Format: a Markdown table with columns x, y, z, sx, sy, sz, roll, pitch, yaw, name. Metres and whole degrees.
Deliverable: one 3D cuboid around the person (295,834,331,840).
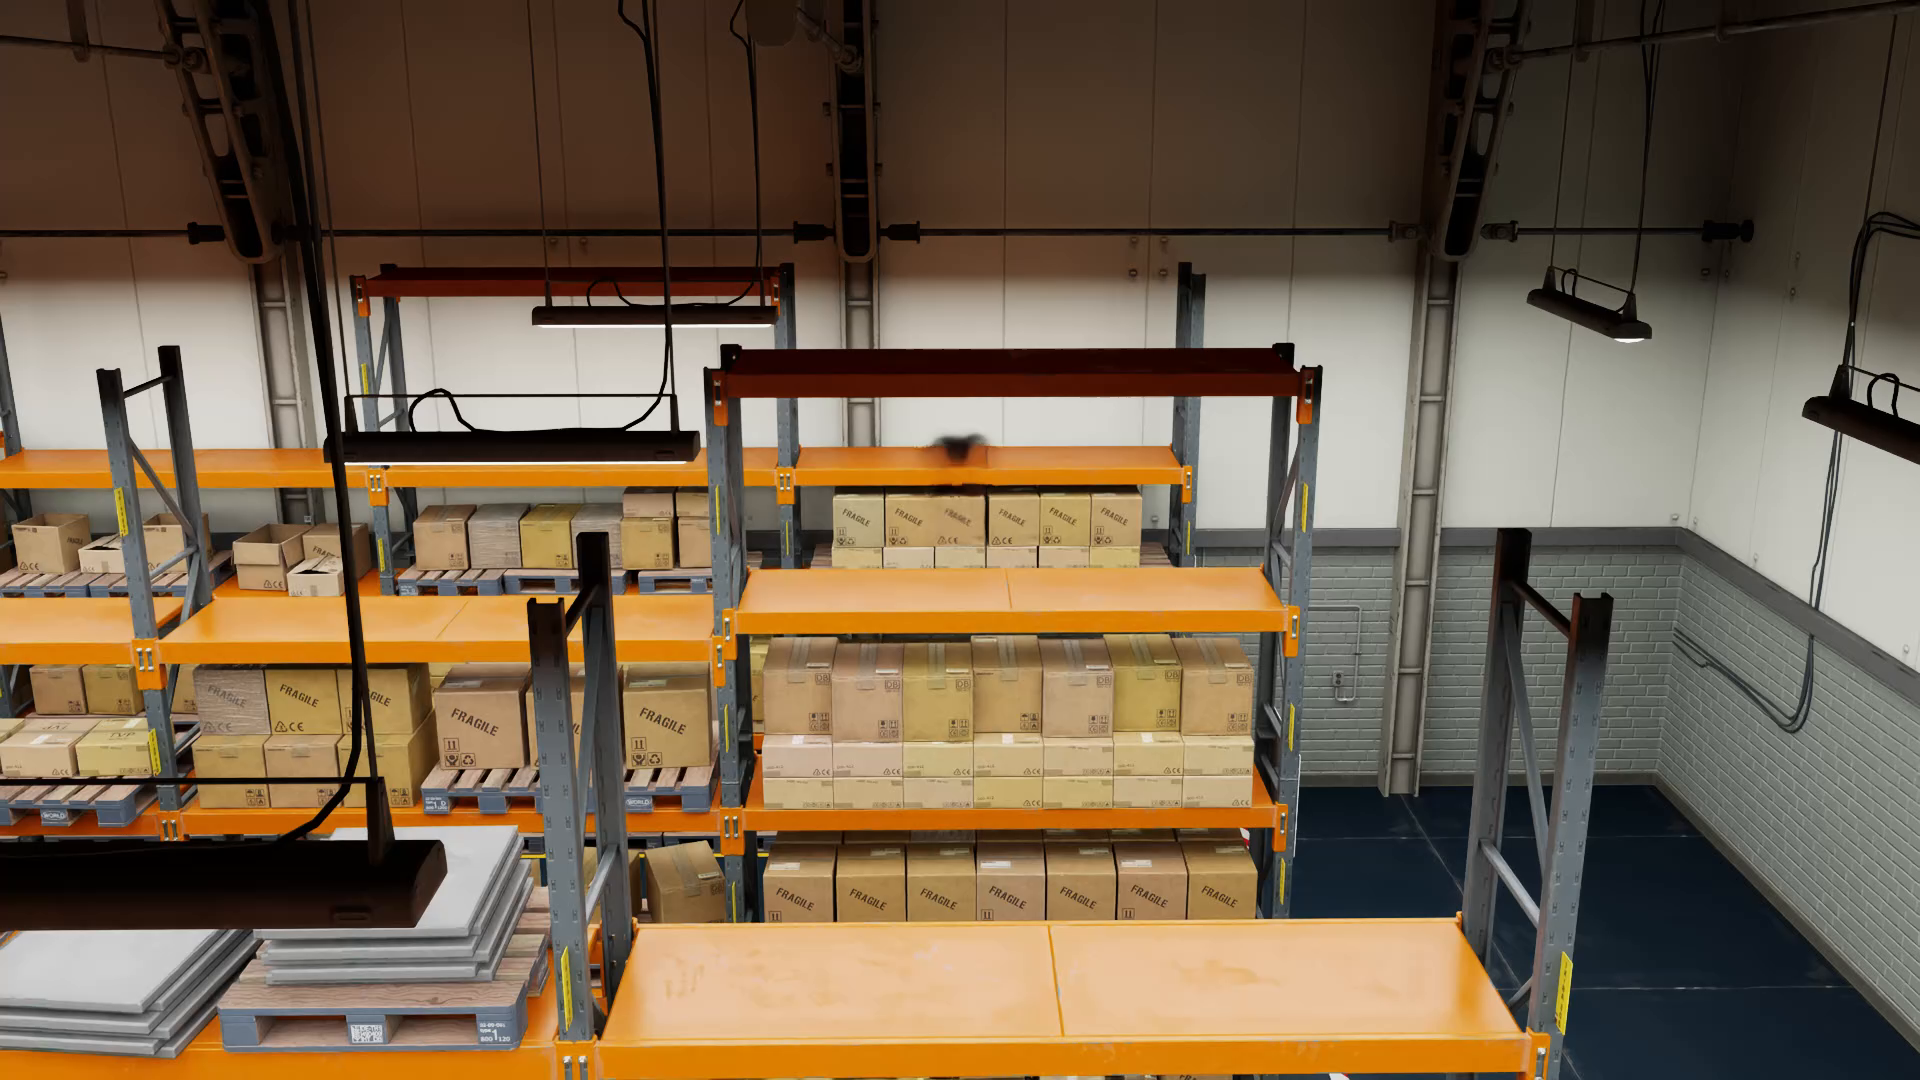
| x | y | z | sx | sy | sz | roll | pitch | yaw | name |
| --- | --- | --- | --- | --- | --- | --- | --- | --- | --- |
| -5.923 | 2.940 | 15.505 | 0.488 | 1.699 | 0.380 | -3 | 16 | -11 | person |
